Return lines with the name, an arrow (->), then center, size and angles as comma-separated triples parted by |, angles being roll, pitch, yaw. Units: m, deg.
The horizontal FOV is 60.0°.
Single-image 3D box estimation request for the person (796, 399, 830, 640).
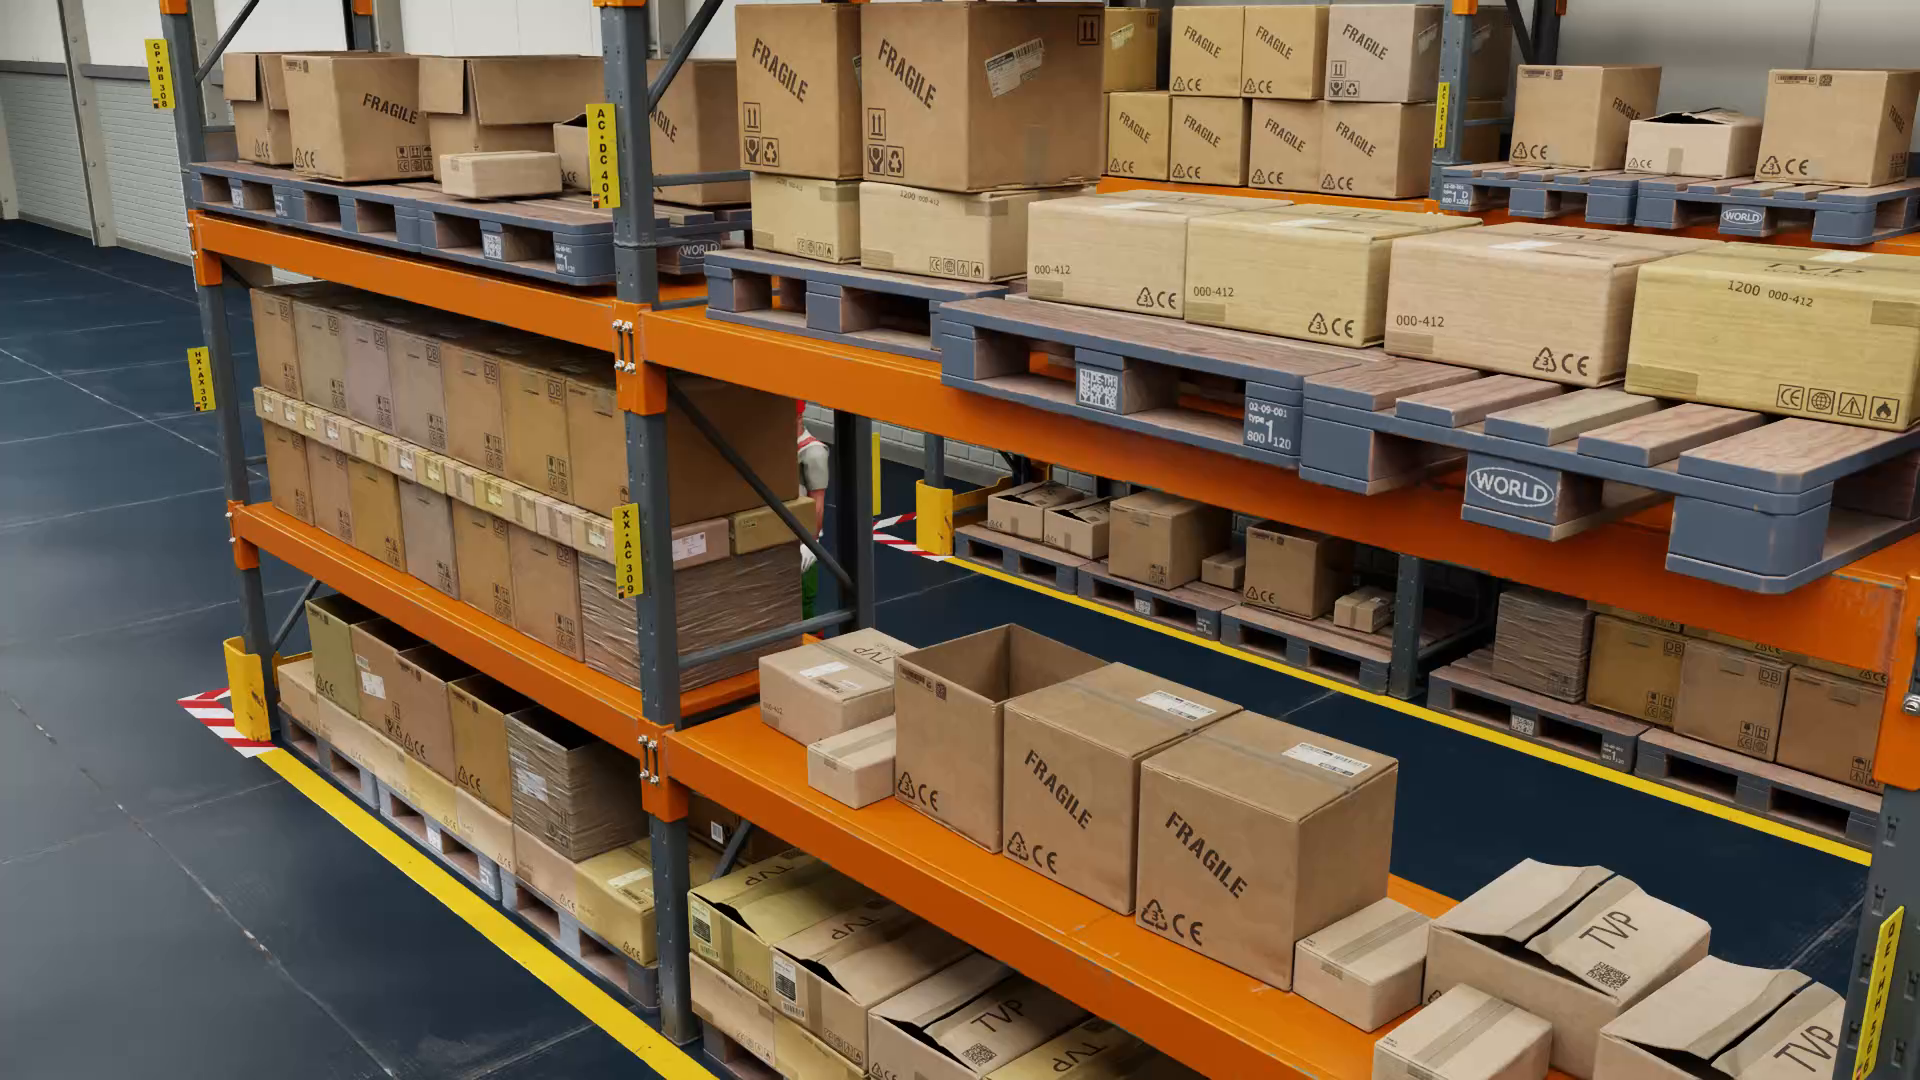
person -> -0.970, -0.003, 9.538 | 0.351, 1.782, 0.528 | -15, 23, -40
